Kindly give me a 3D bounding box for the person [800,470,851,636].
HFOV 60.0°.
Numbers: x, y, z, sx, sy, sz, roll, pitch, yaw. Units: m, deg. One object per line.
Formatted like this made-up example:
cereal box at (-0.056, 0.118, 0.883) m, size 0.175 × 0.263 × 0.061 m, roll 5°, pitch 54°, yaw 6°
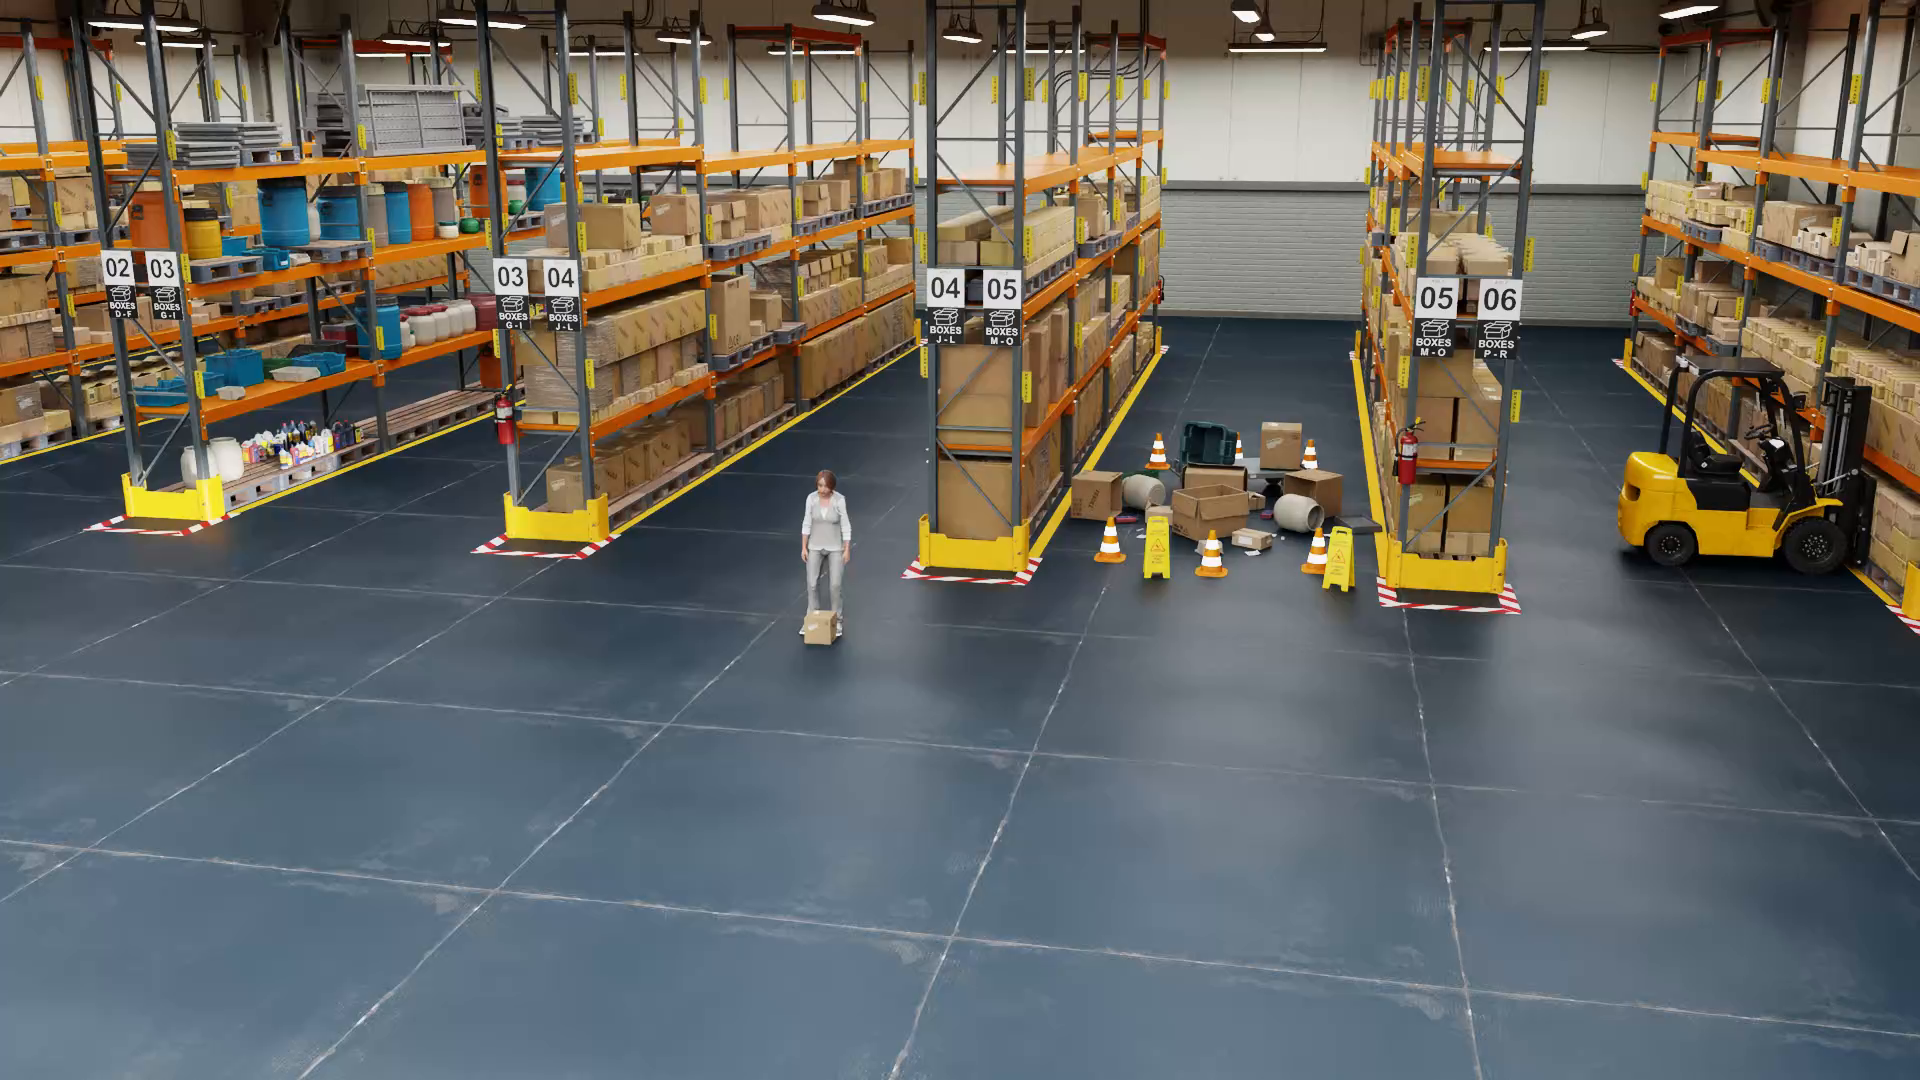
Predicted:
person at (-1.262, 0.114, 15.630) m, size 0.485 × 1.582 × 0.342 m, roll 2°, pitch 15°, yaw 8°
